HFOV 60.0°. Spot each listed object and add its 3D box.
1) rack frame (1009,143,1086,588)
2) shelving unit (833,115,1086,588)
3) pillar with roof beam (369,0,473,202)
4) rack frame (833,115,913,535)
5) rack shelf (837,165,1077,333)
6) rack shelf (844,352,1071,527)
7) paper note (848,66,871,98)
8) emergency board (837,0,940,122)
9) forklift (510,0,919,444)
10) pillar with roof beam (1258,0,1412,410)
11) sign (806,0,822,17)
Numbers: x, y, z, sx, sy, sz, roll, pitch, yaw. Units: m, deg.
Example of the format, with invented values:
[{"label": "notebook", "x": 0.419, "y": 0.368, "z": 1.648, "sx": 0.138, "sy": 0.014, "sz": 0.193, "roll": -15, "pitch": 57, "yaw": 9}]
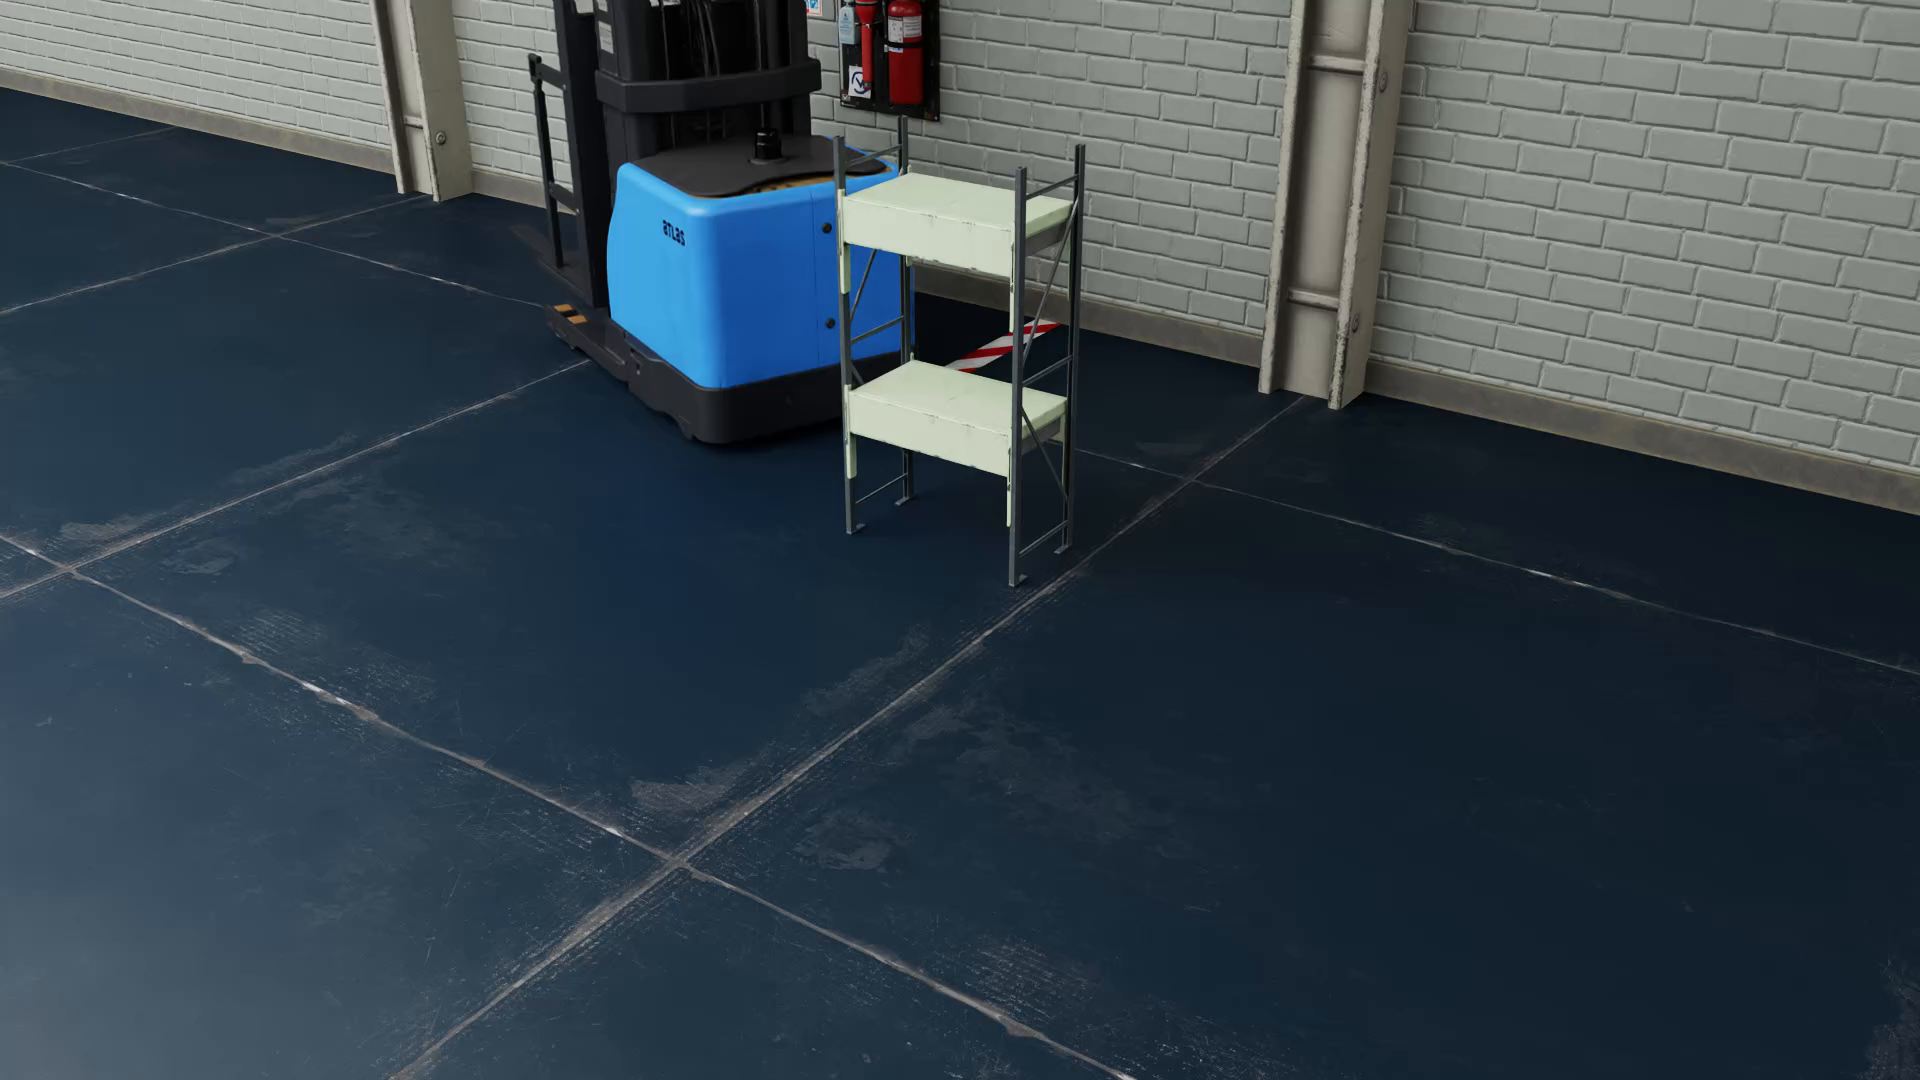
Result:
[{"label": "rack frame", "x": 0.296, "y": -0.576, "z": 5.729, "sx": 0.023, "sy": 1.500, "sz": 0.400, "roll": 17, "pitch": 32, "yaw": 30}, {"label": "shelving unit", "x": -0.006, "y": -0.670, "z": 5.913, "sx": 0.755, "sy": 1.500, "sz": 0.431, "roll": 17, "pitch": 32, "yaw": 30}, {"label": "pillar with roof beam", "x": -5.776, "y": -4.627, "z": 5.421, "sx": 0.400, "sy": 9.000, "sz": 9.100, "roll": 17, "pitch": 32, "yaw": 30}, {"label": "rack frame", "x": -0.307, "y": -0.764, "z": 6.098, "sx": 0.023, "sy": 1.500, "sz": 0.400, "roll": 17, "pitch": 32, "yaw": 30}, {"label": "rack shelf", "x": -0.006, "y": -1.018, "z": 5.736, "sx": 0.720, "sy": 0.370, "sz": 0.431, "roll": 17, "pitch": 32, "yaw": 30}, {"label": "rack shelf", "x": -0.006, "y": -0.380, "z": 6.061, "sx": 0.720, "sy": 0.370, "sz": 0.431, "roll": 17, "pitch": 32, "yaw": 30}, {"label": "paper note", "x": -0.515, "y": -2.350, "z": 8.531, "sx": 0.142, "sy": 0.148, "sz": 0.016, "roll": 17, "pitch": 32, "yaw": 30}, {"label": "emergency board", "x": -0.408, "y": -2.671, "z": 8.191, "sx": 0.643, "sy": 1.169, "sz": 0.194, "roll": 17, "pitch": 32, "yaw": 30}, {"label": "forklift", "x": -1.387, "y": -2.329, "z": 7.595, "sx": 1.130, "sy": 2.935, "sz": 3.031, "roll": -16, "pitch": 31, "yaw": -28}, {"label": "pillar with roof beam", "x": -0.830, "y": -3.086, "z": 2.393, "sx": 0.400, "sy": 9.000, "sz": 9.100, "roll": 17, "pitch": 32, "yaw": 30}, {"label": "sign", "x": -0.805, "y": -2.867, "z": 8.538, "sx": 0.234, "sy": 0.329, "sz": 0.001, "roll": 17, "pitch": 32, "yaw": 30}]
